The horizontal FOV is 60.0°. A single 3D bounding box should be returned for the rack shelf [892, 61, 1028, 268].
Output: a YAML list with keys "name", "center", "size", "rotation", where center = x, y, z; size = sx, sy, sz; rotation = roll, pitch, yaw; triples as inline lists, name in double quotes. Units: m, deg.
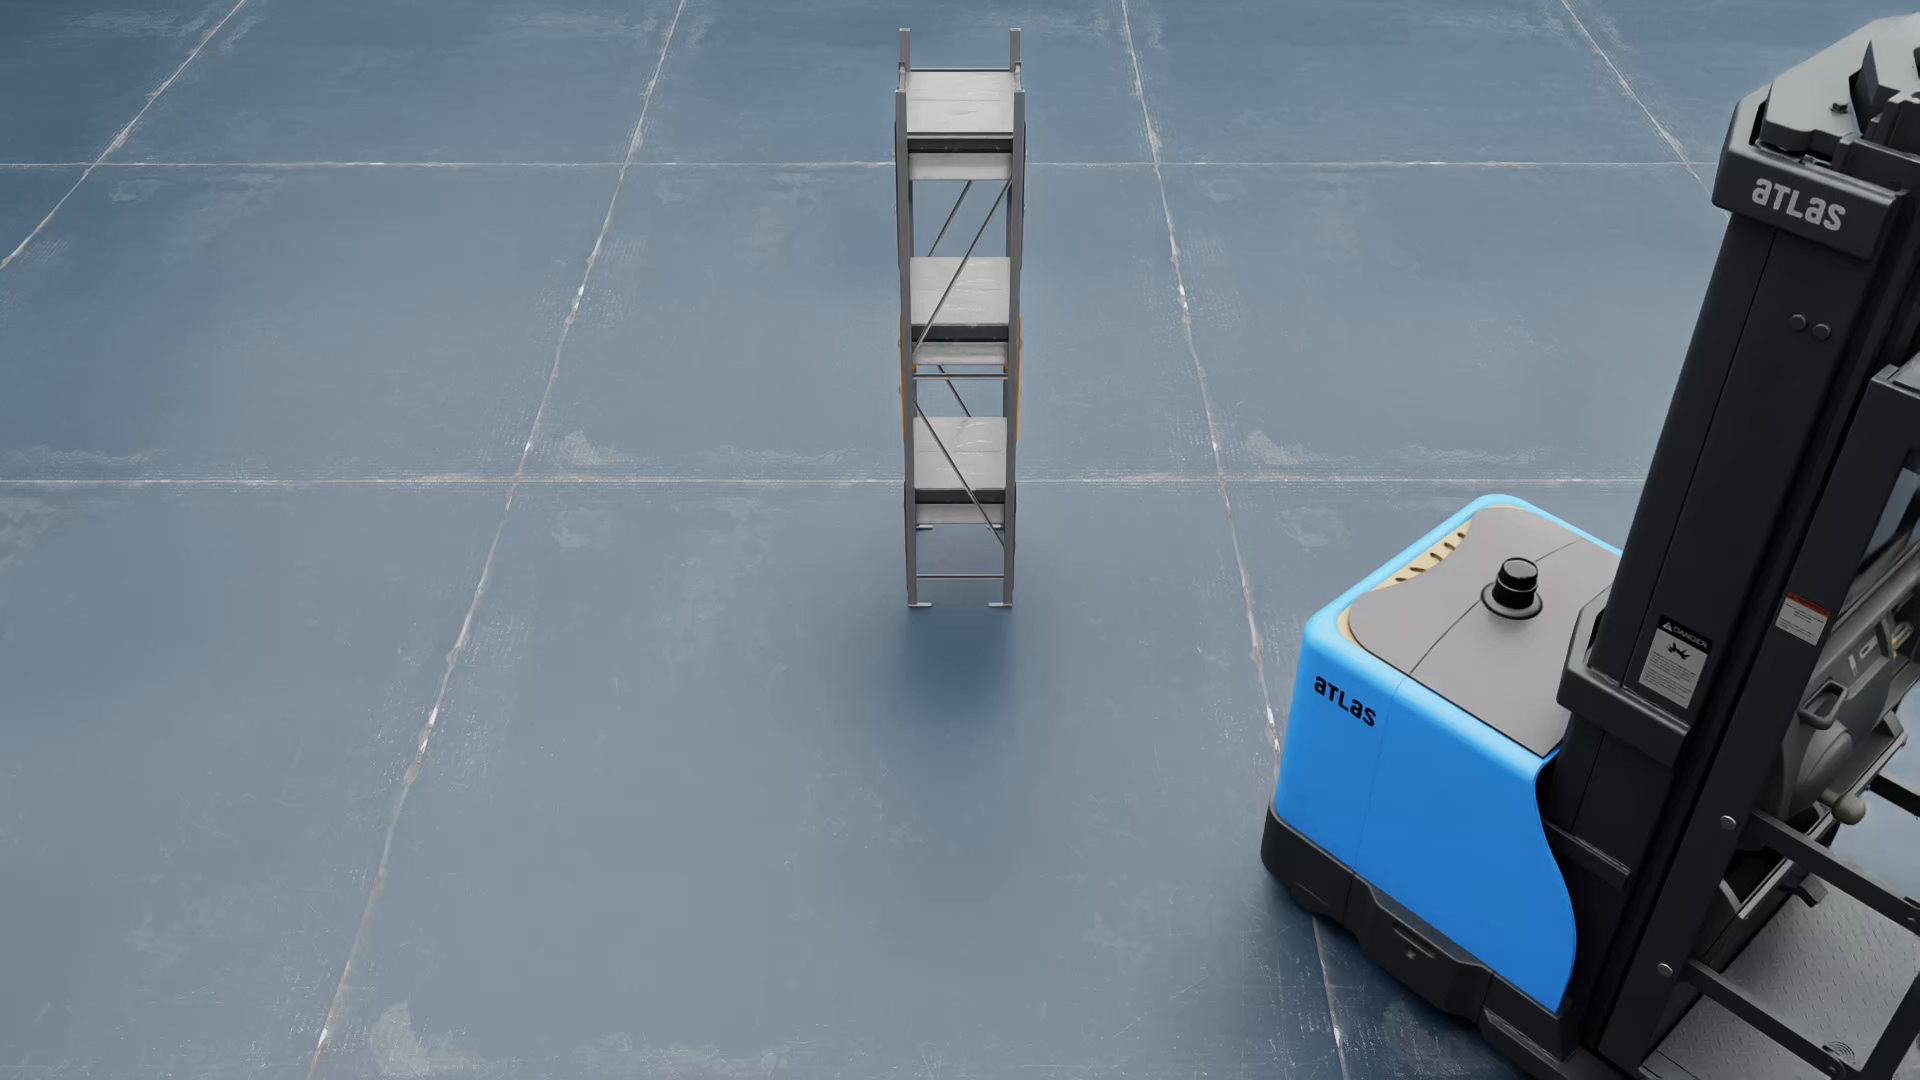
- name: "rack shelf"
  center: [0.000, -1.251, 5.535]
  size: [0.431, 0.518, 0.480]
  rotation: [0, 39, 0]

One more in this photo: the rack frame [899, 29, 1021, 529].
- name: "rack frame"
  center: [0.000, -0.868, 6.155]
  size: [0.400, 2.100, 0.015]
  rotation: [0, 39, 0]

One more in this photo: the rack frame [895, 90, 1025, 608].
- name: "rack frame"
  center: [0.000, -0.563, 5.774]
  size: [0.400, 2.100, 0.015]
  rotation: [0, 39, 0]

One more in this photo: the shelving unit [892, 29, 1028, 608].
- name: "shelving unit"
  center: [0.000, -0.716, 5.964]
  size: [0.431, 2.100, 0.503]
  rotation: [0, 39, 0]

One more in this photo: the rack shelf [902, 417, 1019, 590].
- name: "rack shelf"
  center: [0.000, -0.159, 6.410]
  size: [0.431, 0.518, 0.480]
  rotation: [0, 39, 0]

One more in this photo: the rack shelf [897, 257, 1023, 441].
- name: "rack shelf"
  center: [0.000, -0.705, 5.973]
  size: [0.431, 0.518, 0.480]
  rotation: [0, 39, 0]

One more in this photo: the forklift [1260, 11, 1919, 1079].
- name: "forklift"
  center: [2.334, 0.407, 3.899]
  size: [1.130, 2.935, 3.031]
  rotation: [-30, 47, -32]
